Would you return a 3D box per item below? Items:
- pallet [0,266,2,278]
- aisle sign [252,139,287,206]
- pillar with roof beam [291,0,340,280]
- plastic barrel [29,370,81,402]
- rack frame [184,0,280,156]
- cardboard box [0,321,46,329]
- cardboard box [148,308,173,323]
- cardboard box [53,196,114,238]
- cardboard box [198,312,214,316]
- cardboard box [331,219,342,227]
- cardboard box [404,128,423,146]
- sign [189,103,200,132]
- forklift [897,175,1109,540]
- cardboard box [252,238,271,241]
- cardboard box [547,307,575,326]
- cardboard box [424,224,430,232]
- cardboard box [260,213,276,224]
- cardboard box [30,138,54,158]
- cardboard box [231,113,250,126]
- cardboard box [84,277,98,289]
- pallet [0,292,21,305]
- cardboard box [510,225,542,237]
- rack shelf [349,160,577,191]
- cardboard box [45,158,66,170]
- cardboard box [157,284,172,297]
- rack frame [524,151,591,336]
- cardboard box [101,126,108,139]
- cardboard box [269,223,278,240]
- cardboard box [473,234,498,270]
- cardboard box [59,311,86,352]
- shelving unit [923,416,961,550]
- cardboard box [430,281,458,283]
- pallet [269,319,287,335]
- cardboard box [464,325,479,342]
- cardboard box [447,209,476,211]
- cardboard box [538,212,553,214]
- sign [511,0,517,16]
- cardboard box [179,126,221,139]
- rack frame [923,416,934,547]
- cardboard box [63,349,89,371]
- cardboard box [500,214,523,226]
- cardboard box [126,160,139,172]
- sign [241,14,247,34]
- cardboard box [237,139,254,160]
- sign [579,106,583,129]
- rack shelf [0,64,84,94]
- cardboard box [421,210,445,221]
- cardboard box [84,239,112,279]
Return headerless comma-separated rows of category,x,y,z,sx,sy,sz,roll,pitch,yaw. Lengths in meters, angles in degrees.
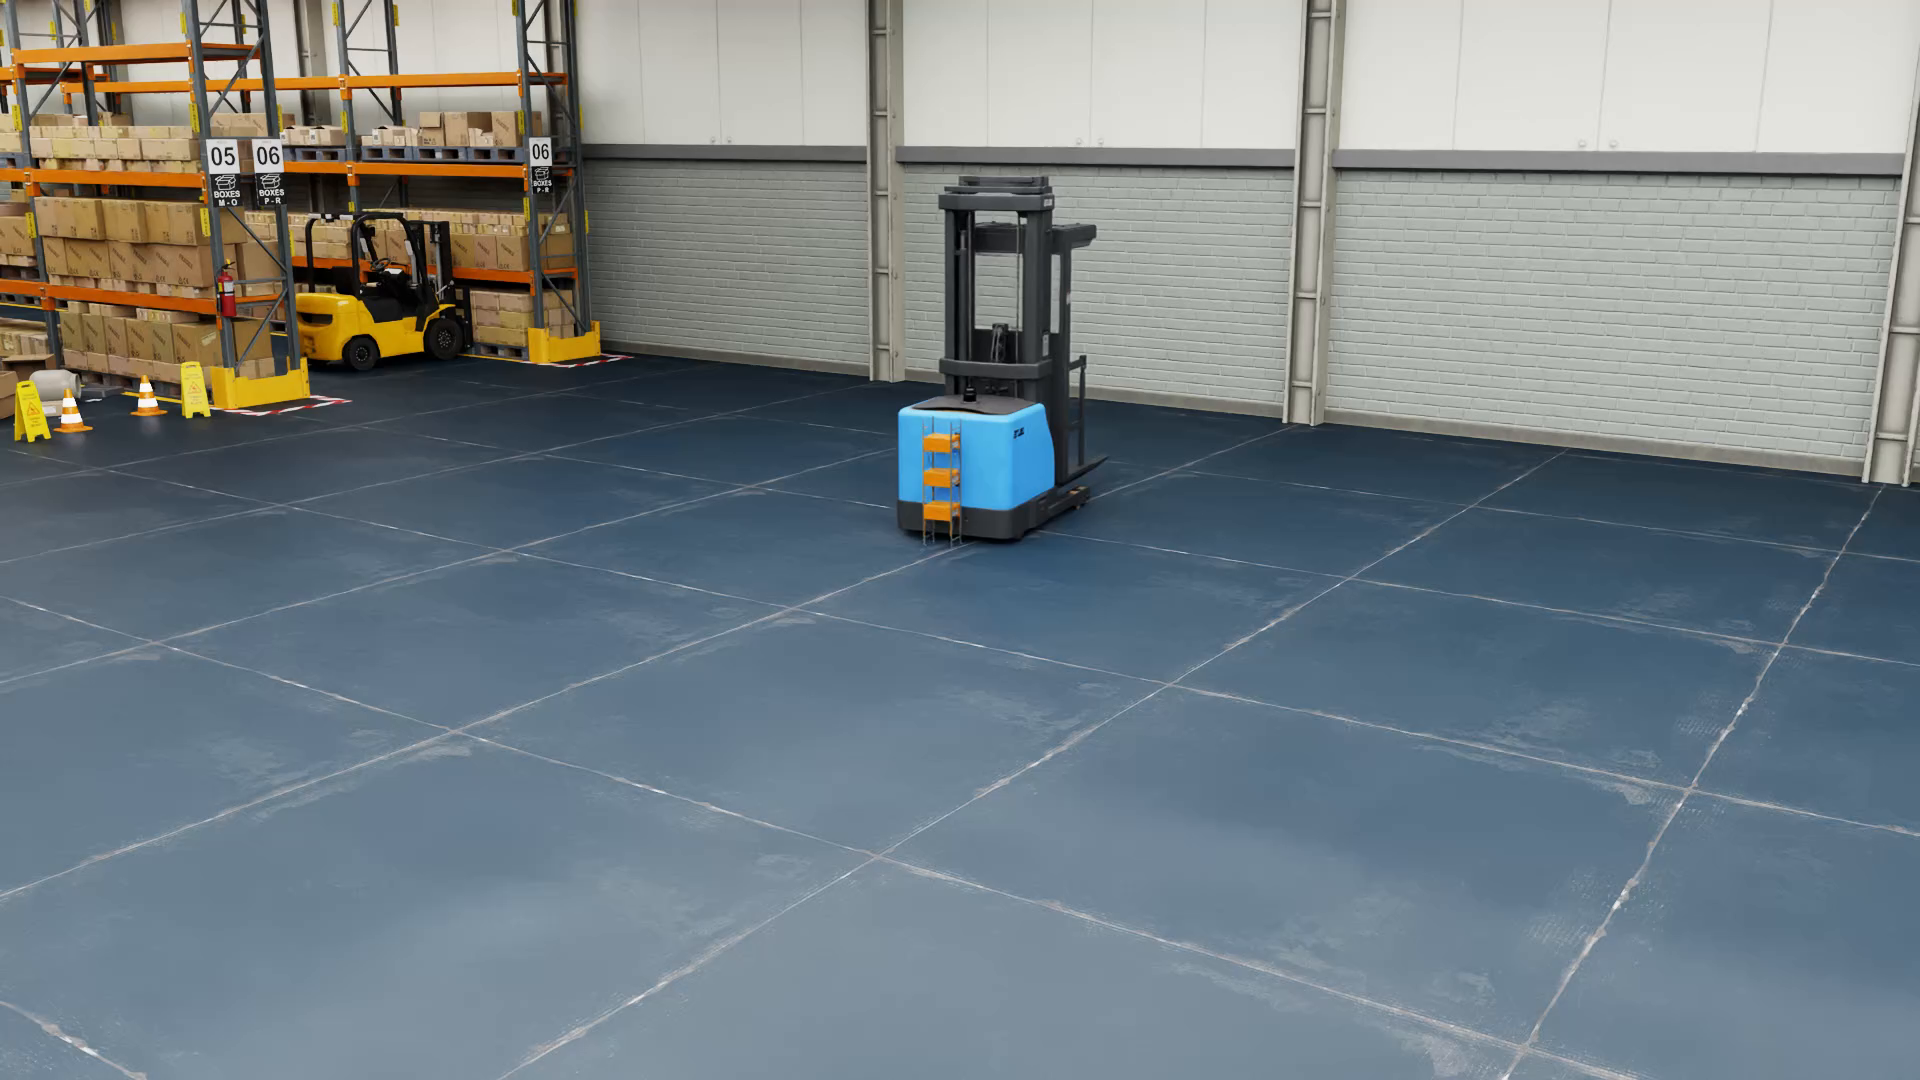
pallet,-13.625,-3.895,23.716,1.213,0.211,1.003,9,17,33
aisle sign,-8.428,-4.488,20.302,0.004,0.787,0.394,9,17,33
pillar with roof beam,-13.341,-7.295,24.564,0.400,9.000,9.100,9,17,33
plastic barrel,-11.211,-1.897,20.607,0.512,0.421,0.421,-4,14,-16
rack frame,-8.652,-6.085,19.677,0.127,3.000,1.000,9,17,33
cardboard box,-13.584,-2.896,23.875,0.625,0.372,0.950,10,17,35
cardboard box,-10.011,-2.847,21.018,0.250,0.149,0.380,10,17,34
cardboard box,-11.316,-4.213,21.690,0.500,0.500,0.700,9,17,33
cardboard box,-10.035,-2.711,21.818,0.500,0.500,0.500,10,17,34
cardboard box,-9.836,-5.095,26.607,0.250,0.149,0.380,9,16,32
cardboard box,-8.142,-6.083,25.110,0.258,0.266,0.396,9,16,31
sign,-8.979,-4.951,19.495,0.005,0.325,0.100,9,17,33
forklift,0.536,-1.735,14.732,1.130,2.935,3.031,6,15,23
cardboard box,-11.445,-4.919,27.763,0.500,0.250,0.500,9,16,31
cardboard box,-6.159,-3.379,25.040,0.500,0.250,0.500,10,17,34
cardboard box,-8.040,-4.790,25.374,0.250,0.149,0.380,9,16,31
cardboard box,-11.346,-5.327,27.542,0.250,0.149,0.380,10,17,34
cardboard box,-11.759,-5.123,21.728,0.500,0.250,0.500,9,16,32
cardboard box,-11.584,-6.799,27.516,0.500,0.500,0.700,9,16,32
cardboard box,-11.227,-3.388,21.790,0.250,0.149,0.380,10,17,35
pallet,-18.436,-4.838,32.929,1.213,0.211,1.003,9,17,33
cardboard box,-6.329,-4.517,24.270,0.250,0.149,0.380,9,17,34
rack shelf,-7.545,-5.538,25.208,4.000,0.370,1.077,9,17,33
cardboard box,-11.665,-4.906,21.680,0.250,0.149,0.380,9,17,33
cardboard box,-9.785,-3.137,20.778,0.250,0.149,0.380,10,17,34
rack frame,-5.885,-4.163,24.398,0.127,3.000,1.000,9,17,33
cardboard box,-10.556,-5.131,20.930,0.250,0.149,0.380,10,17,34
cardboard box,-11.014,-5.093,27.426,0.500,0.250,0.500,9,17,34
cardboard box,-6.865,-4.297,24.730,0.500,0.500,0.500,10,17,35
cardboard box,-11.632,-2.810,22.218,0.500,0.500,0.500,10,17,35
shelving unit,-0.145,-0.464,13.511,0.252,1.050,0.215,6,15,23
cardboard box,-8.259,-3.962,26.352,0.500,0.250,0.500,9,16,32
pallet,-10.854,-3.600,27.928,1.213,0.211,1.003,9,17,33
cardboard box,-7.269,-3.170,25.234,0.500,0.250,0.500,9,17,33
cardboard box,-7.726,-5.047,25.790,0.250,0.149,0.380,9,16,32
cardboard box,-6.230,-4.807,24.821,0.250,0.149,0.380,10,17,35
sign,-6.200,-7.461,23.126,0.005,0.325,0.100,9,17,33
cardboard box,-9.098,-4.881,19.918,0.250,0.149,0.380,9,17,33
rack frame,-0.257,-0.476,13.560,0.008,1.050,0.200,6,15,23
cardboard box,-11.632,-2.446,22.308,0.500,0.250,0.500,8,16,30
cardboard box,-6.522,-4.704,24.405,0.250,0.149,0.380,9,17,33
cardboard box,-10.151,-4.676,20.752,0.250,0.149,0.380,9,16,31
sign,-12.216,-8.789,28.329,0.005,0.325,0.100,9,17,33
cardboard box,-8.921,-4.821,20.507,0.500,0.250,0.500,9,16,32
sign,-5.570,-6.192,24.367,0.005,0.325,0.100,9,17,33
rack shelf,-13.631,-6.346,23.062,4.000,0.370,1.077,9,17,33
cardboard box,-7.992,-4.948,25.394,0.250,0.149,0.380,9,17,33
cardboard box,-10.923,-3.655,21.519,0.500,0.500,0.500,9,17,32
